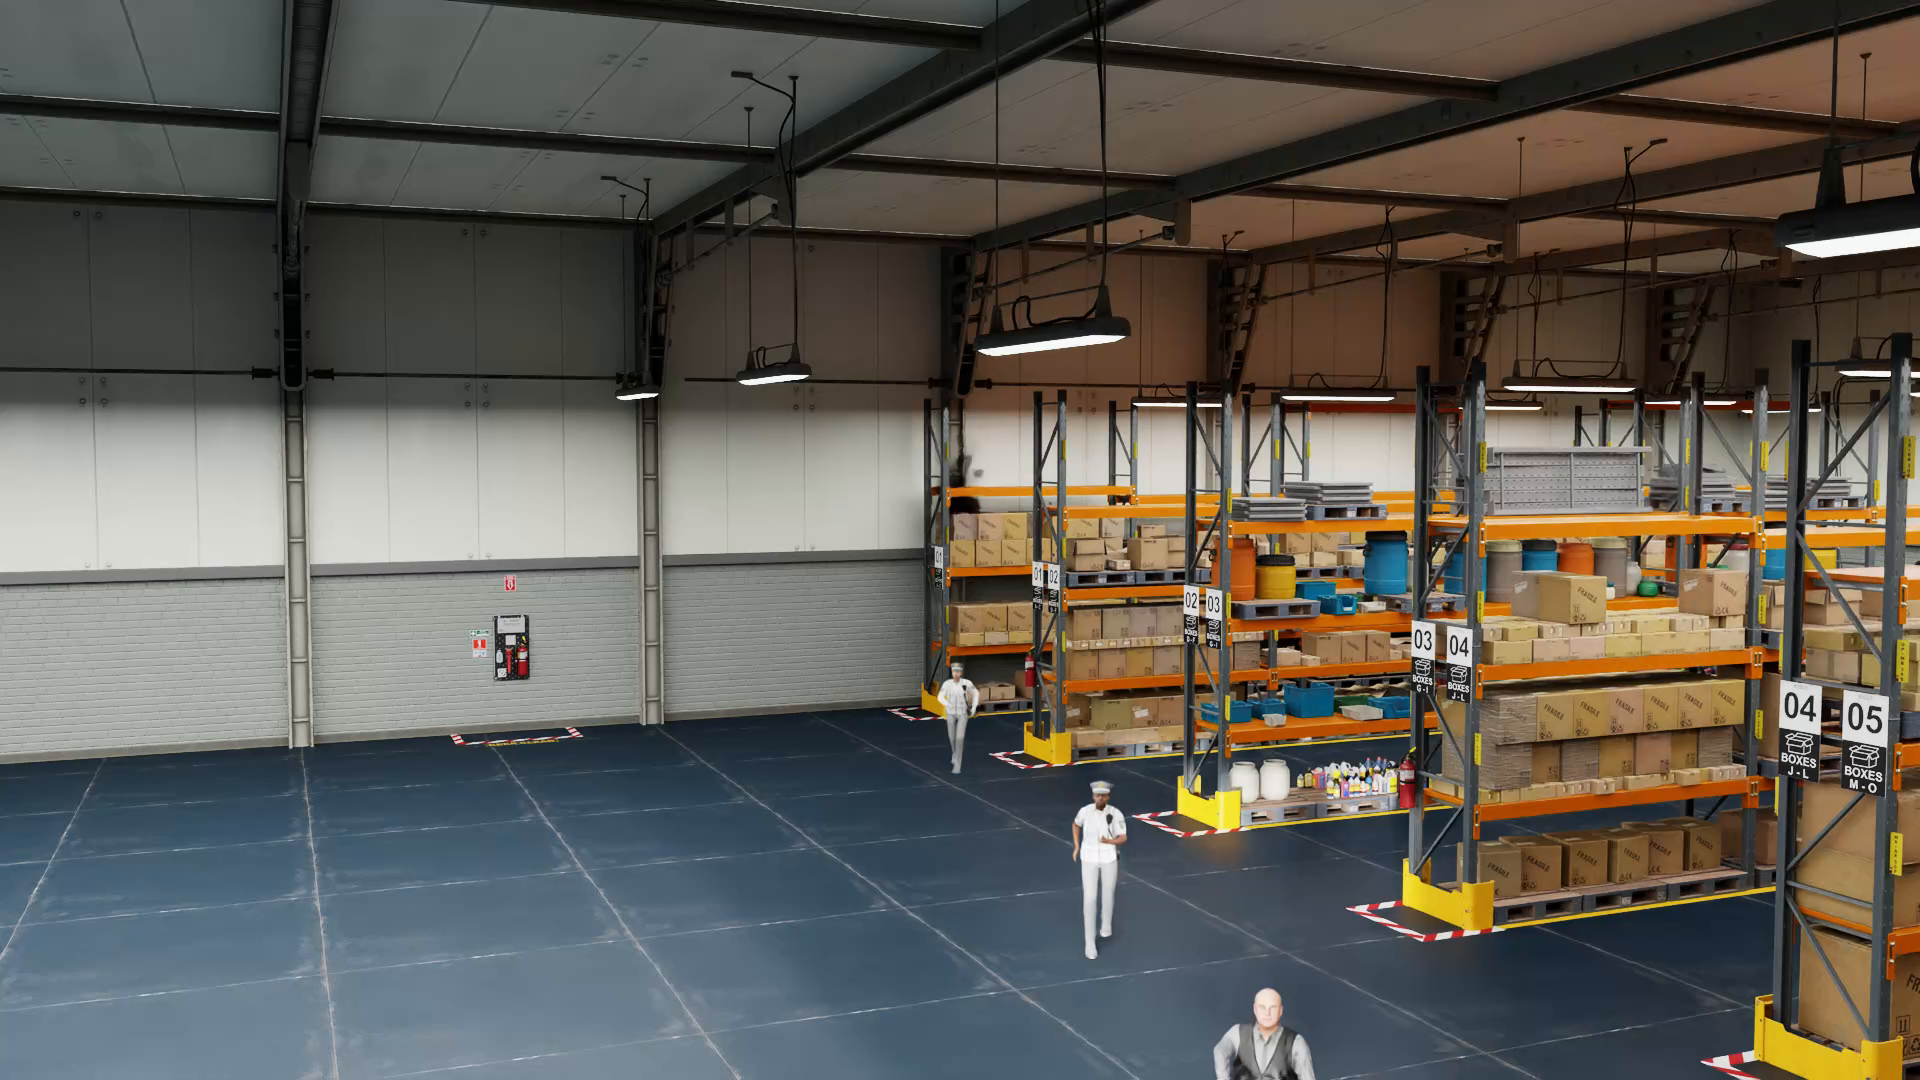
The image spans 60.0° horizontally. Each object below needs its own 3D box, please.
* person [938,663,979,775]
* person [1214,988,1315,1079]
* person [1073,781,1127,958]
[{"bbox_3d":[-0.032,2.773,26.237,0.633,1.722,0.825,1,3,10],"label":"person"},{"bbox_3d":[1.903,3.694,10.415,0.624,1.780,0.752,0,3,8],"label":"person"},{"bbox_3d":[1.427,3.311,16.984,0.555,1.748,0.776,0,3,4],"label":"person"}]
